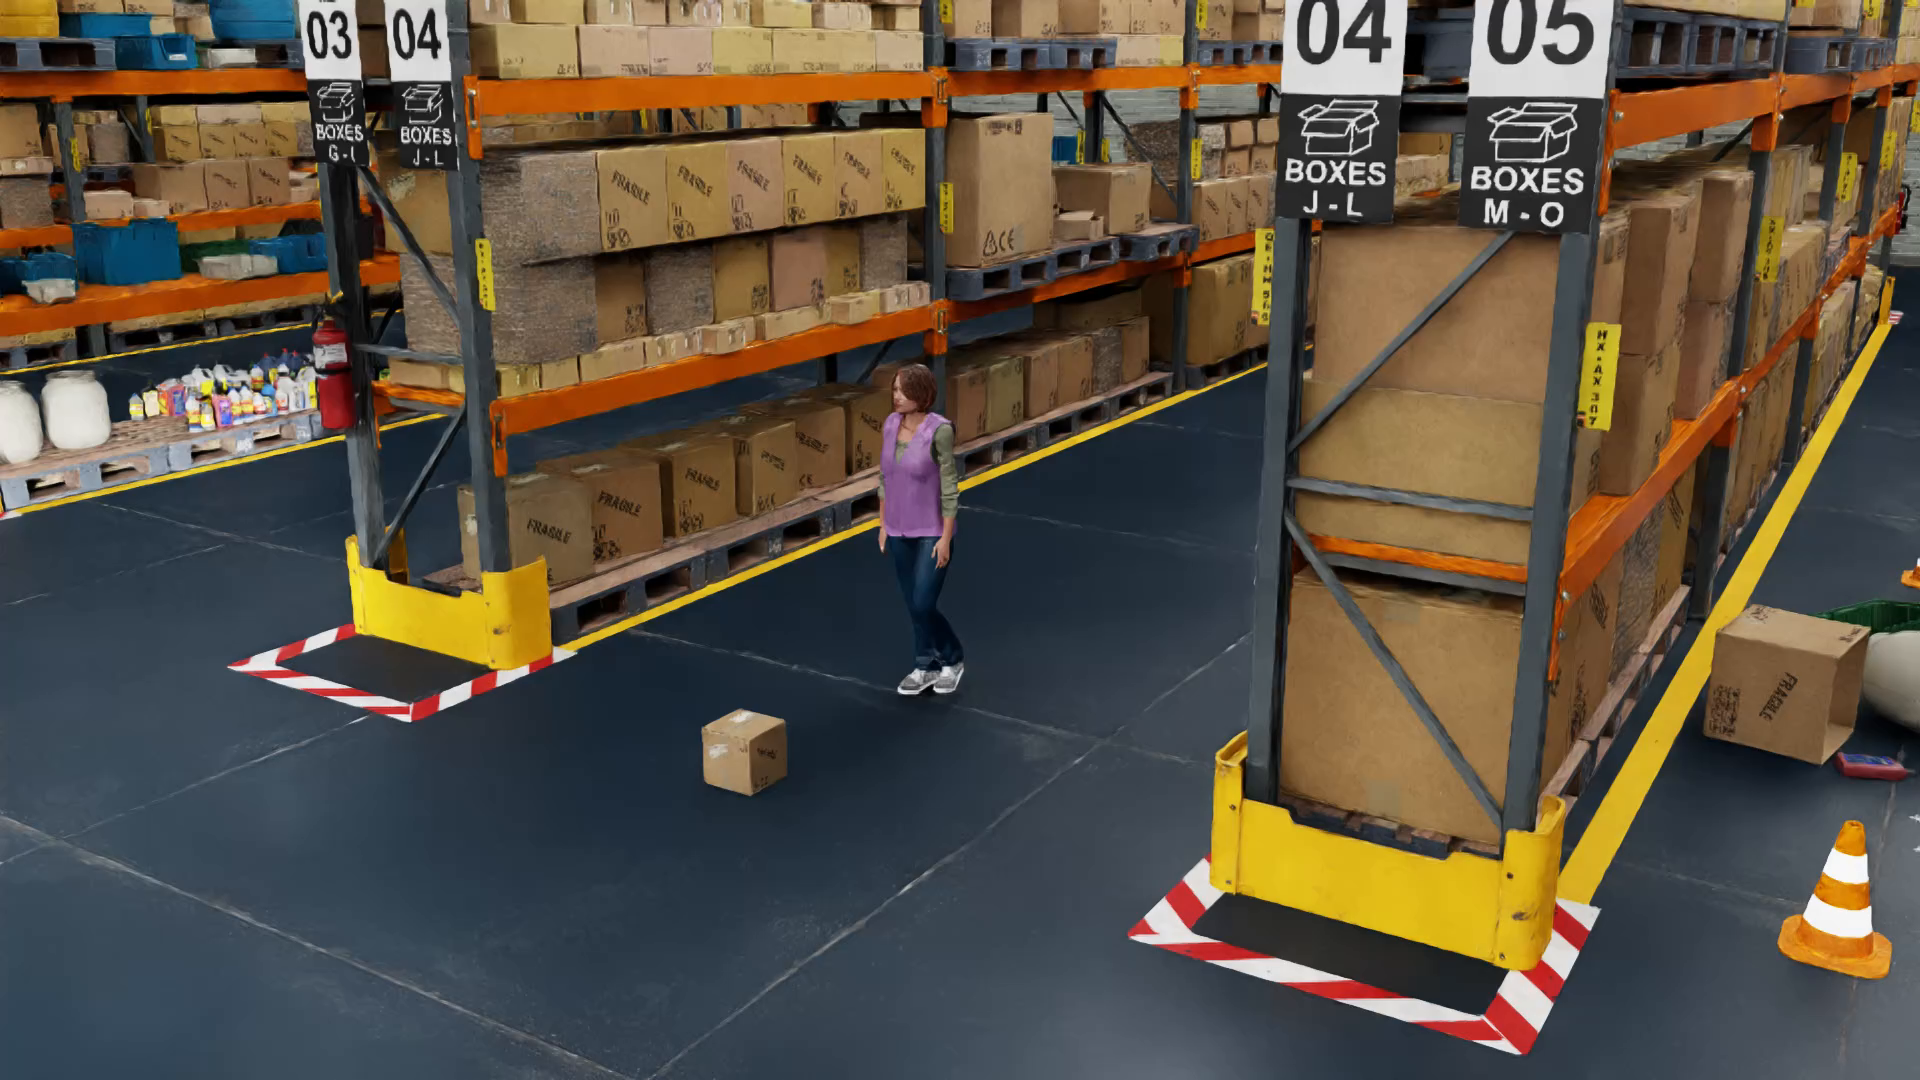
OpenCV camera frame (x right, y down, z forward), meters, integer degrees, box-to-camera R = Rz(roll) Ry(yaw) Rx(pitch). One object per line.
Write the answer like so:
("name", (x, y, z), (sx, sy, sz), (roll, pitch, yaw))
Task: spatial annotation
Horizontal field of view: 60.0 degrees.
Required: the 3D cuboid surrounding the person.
("person", (-0.171, 0.074, 7.642), (0.351, 1.370, 0.370), (12, 20, 36))
